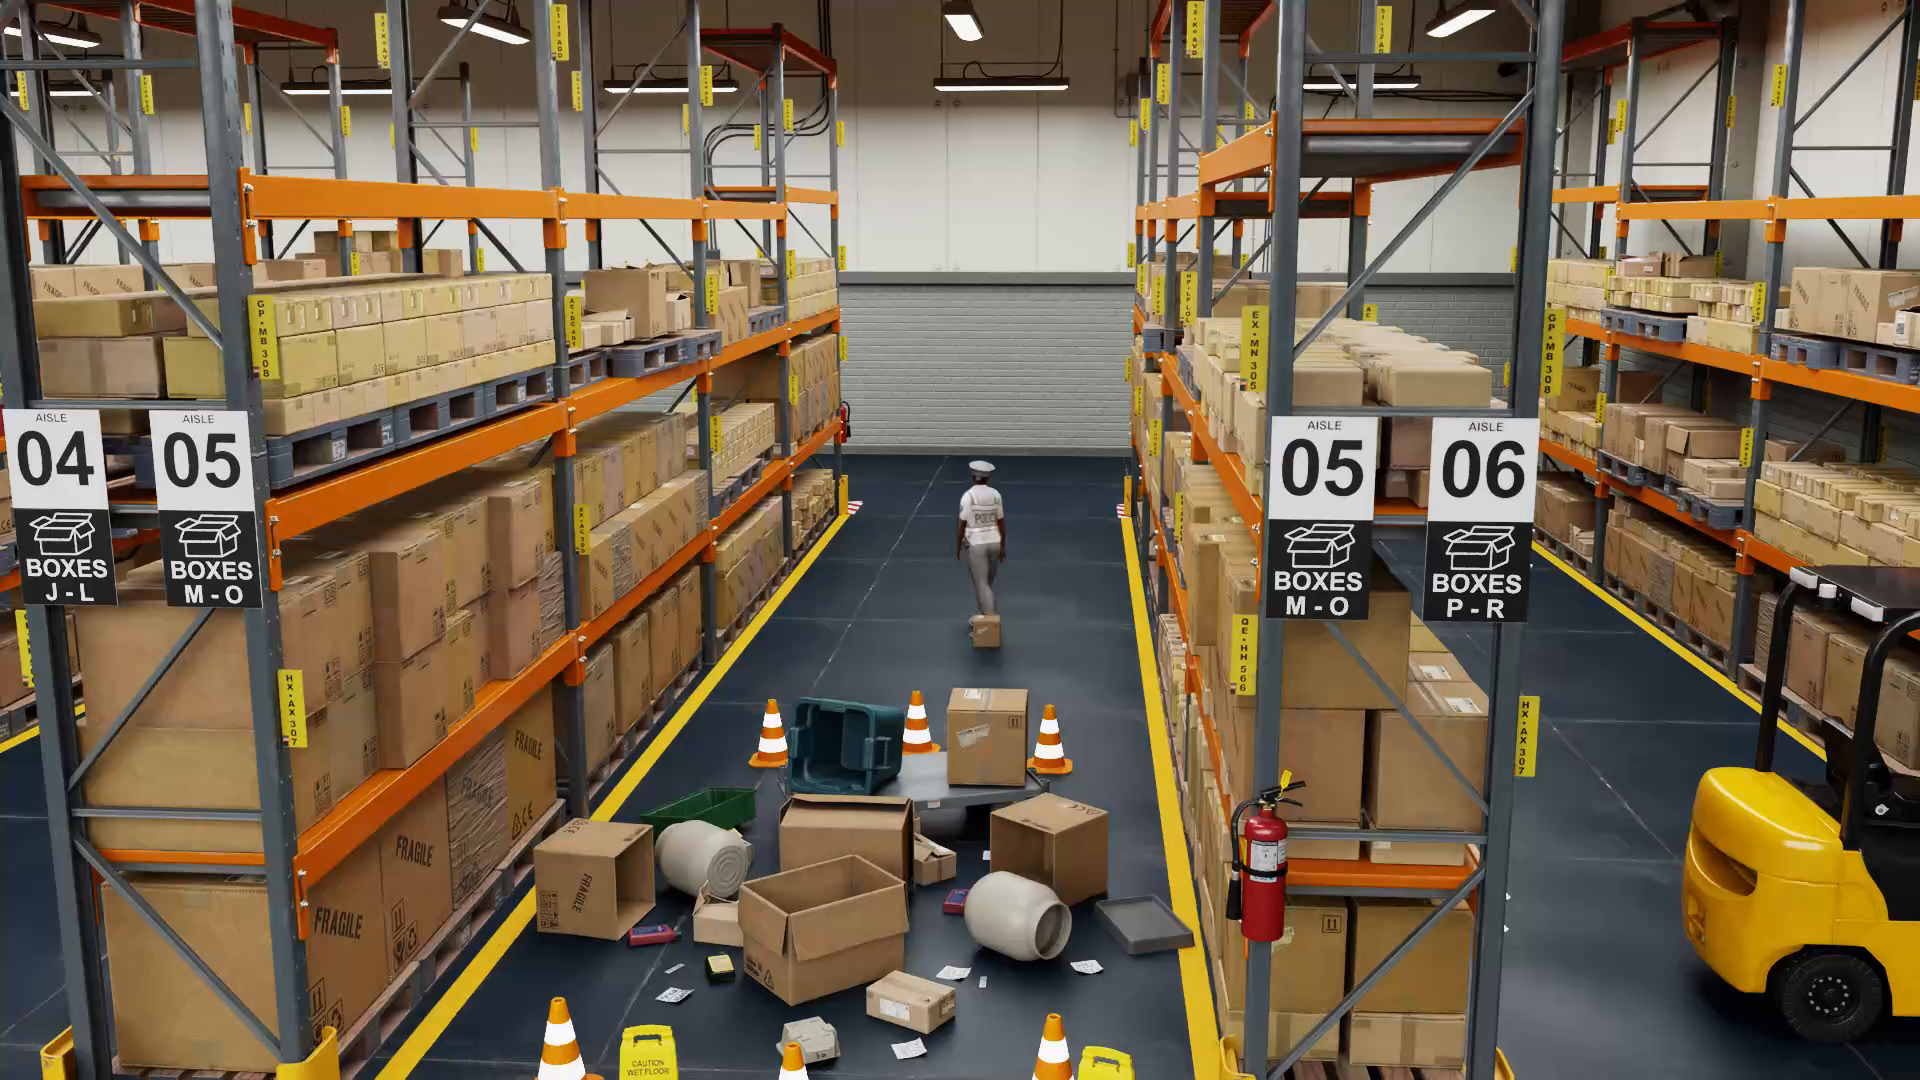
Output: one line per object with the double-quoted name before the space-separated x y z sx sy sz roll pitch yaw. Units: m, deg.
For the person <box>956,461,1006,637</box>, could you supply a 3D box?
"person" 0.209 0.080 15.935 0.514 1.650 0.650 -8 14 -38
